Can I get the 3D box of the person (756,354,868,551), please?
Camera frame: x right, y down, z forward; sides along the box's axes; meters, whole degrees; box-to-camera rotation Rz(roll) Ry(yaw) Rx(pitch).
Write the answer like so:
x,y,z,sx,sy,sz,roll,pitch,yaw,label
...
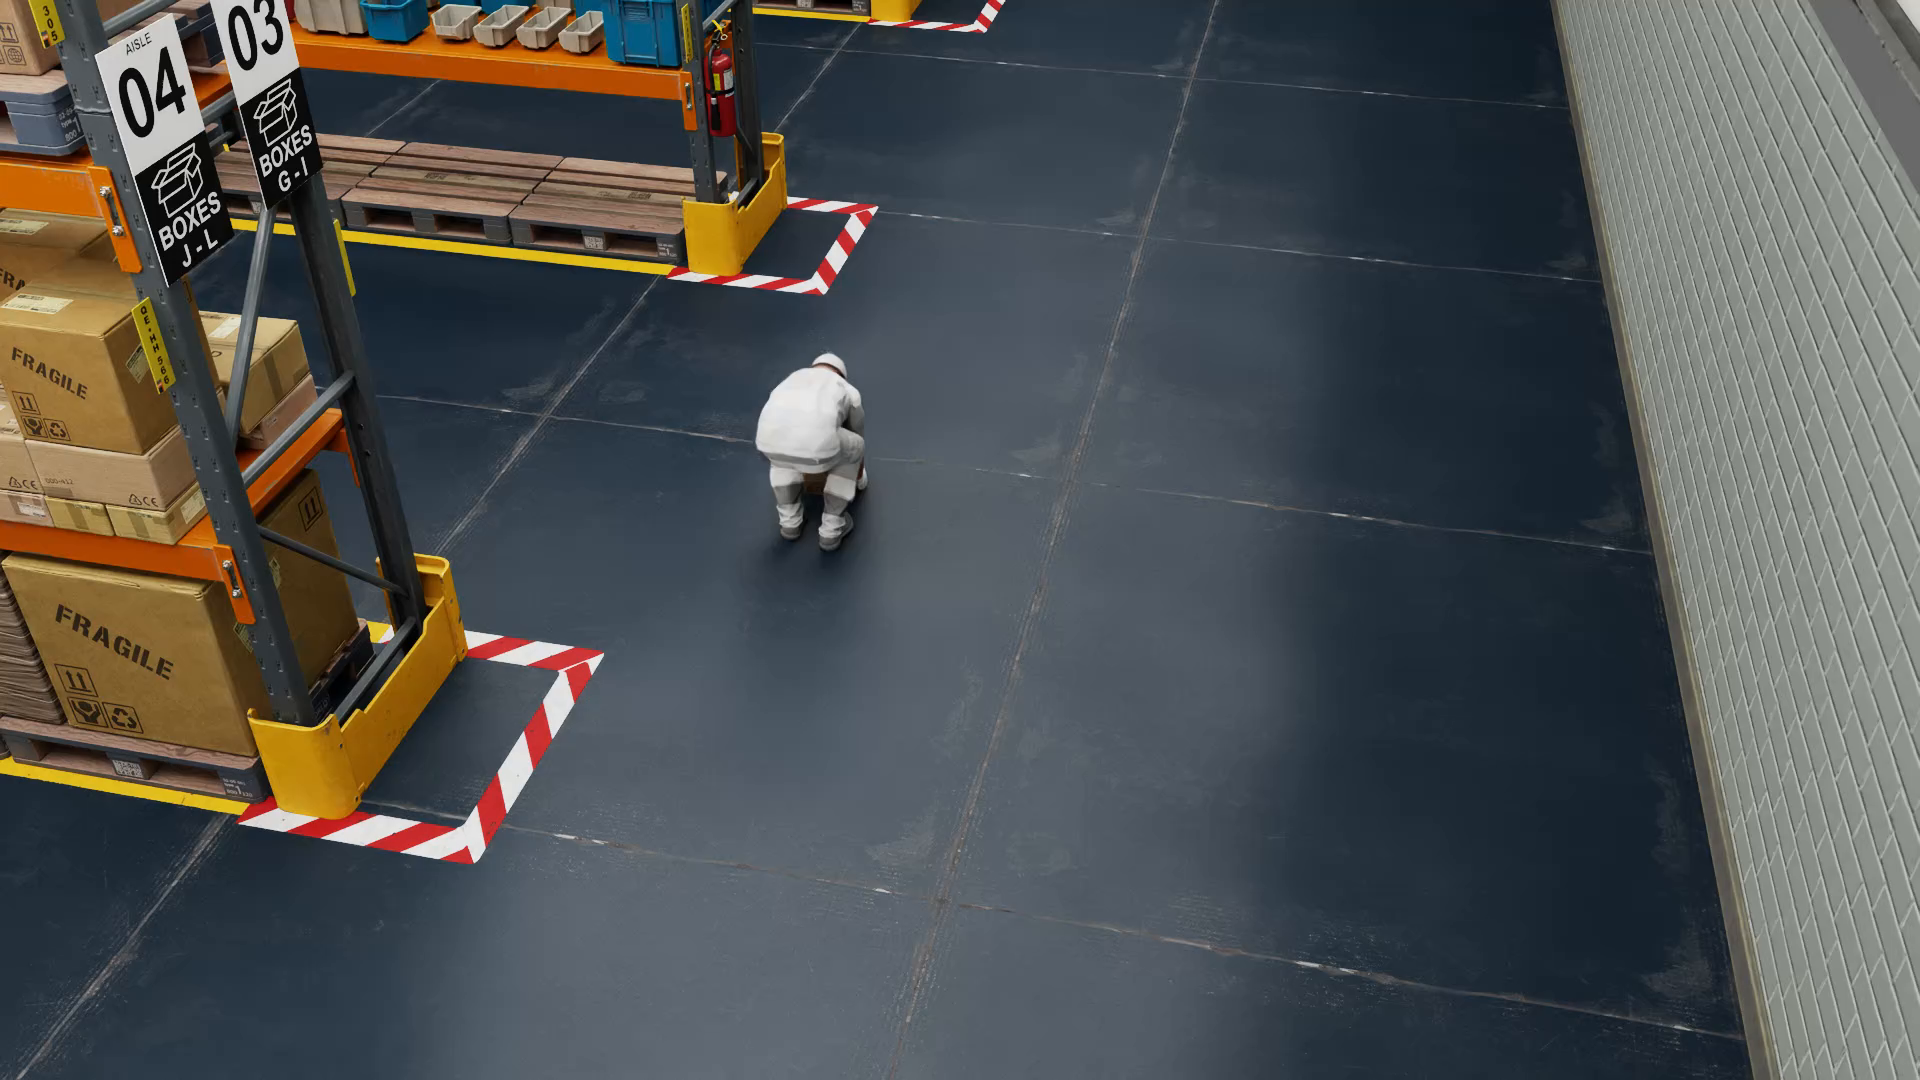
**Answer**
x,y,z,sx,sy,sz,roll,pitch,yaw,label
-0.727,-0.472,8.381,0.526,0.894,0.961,6,37,8,person
